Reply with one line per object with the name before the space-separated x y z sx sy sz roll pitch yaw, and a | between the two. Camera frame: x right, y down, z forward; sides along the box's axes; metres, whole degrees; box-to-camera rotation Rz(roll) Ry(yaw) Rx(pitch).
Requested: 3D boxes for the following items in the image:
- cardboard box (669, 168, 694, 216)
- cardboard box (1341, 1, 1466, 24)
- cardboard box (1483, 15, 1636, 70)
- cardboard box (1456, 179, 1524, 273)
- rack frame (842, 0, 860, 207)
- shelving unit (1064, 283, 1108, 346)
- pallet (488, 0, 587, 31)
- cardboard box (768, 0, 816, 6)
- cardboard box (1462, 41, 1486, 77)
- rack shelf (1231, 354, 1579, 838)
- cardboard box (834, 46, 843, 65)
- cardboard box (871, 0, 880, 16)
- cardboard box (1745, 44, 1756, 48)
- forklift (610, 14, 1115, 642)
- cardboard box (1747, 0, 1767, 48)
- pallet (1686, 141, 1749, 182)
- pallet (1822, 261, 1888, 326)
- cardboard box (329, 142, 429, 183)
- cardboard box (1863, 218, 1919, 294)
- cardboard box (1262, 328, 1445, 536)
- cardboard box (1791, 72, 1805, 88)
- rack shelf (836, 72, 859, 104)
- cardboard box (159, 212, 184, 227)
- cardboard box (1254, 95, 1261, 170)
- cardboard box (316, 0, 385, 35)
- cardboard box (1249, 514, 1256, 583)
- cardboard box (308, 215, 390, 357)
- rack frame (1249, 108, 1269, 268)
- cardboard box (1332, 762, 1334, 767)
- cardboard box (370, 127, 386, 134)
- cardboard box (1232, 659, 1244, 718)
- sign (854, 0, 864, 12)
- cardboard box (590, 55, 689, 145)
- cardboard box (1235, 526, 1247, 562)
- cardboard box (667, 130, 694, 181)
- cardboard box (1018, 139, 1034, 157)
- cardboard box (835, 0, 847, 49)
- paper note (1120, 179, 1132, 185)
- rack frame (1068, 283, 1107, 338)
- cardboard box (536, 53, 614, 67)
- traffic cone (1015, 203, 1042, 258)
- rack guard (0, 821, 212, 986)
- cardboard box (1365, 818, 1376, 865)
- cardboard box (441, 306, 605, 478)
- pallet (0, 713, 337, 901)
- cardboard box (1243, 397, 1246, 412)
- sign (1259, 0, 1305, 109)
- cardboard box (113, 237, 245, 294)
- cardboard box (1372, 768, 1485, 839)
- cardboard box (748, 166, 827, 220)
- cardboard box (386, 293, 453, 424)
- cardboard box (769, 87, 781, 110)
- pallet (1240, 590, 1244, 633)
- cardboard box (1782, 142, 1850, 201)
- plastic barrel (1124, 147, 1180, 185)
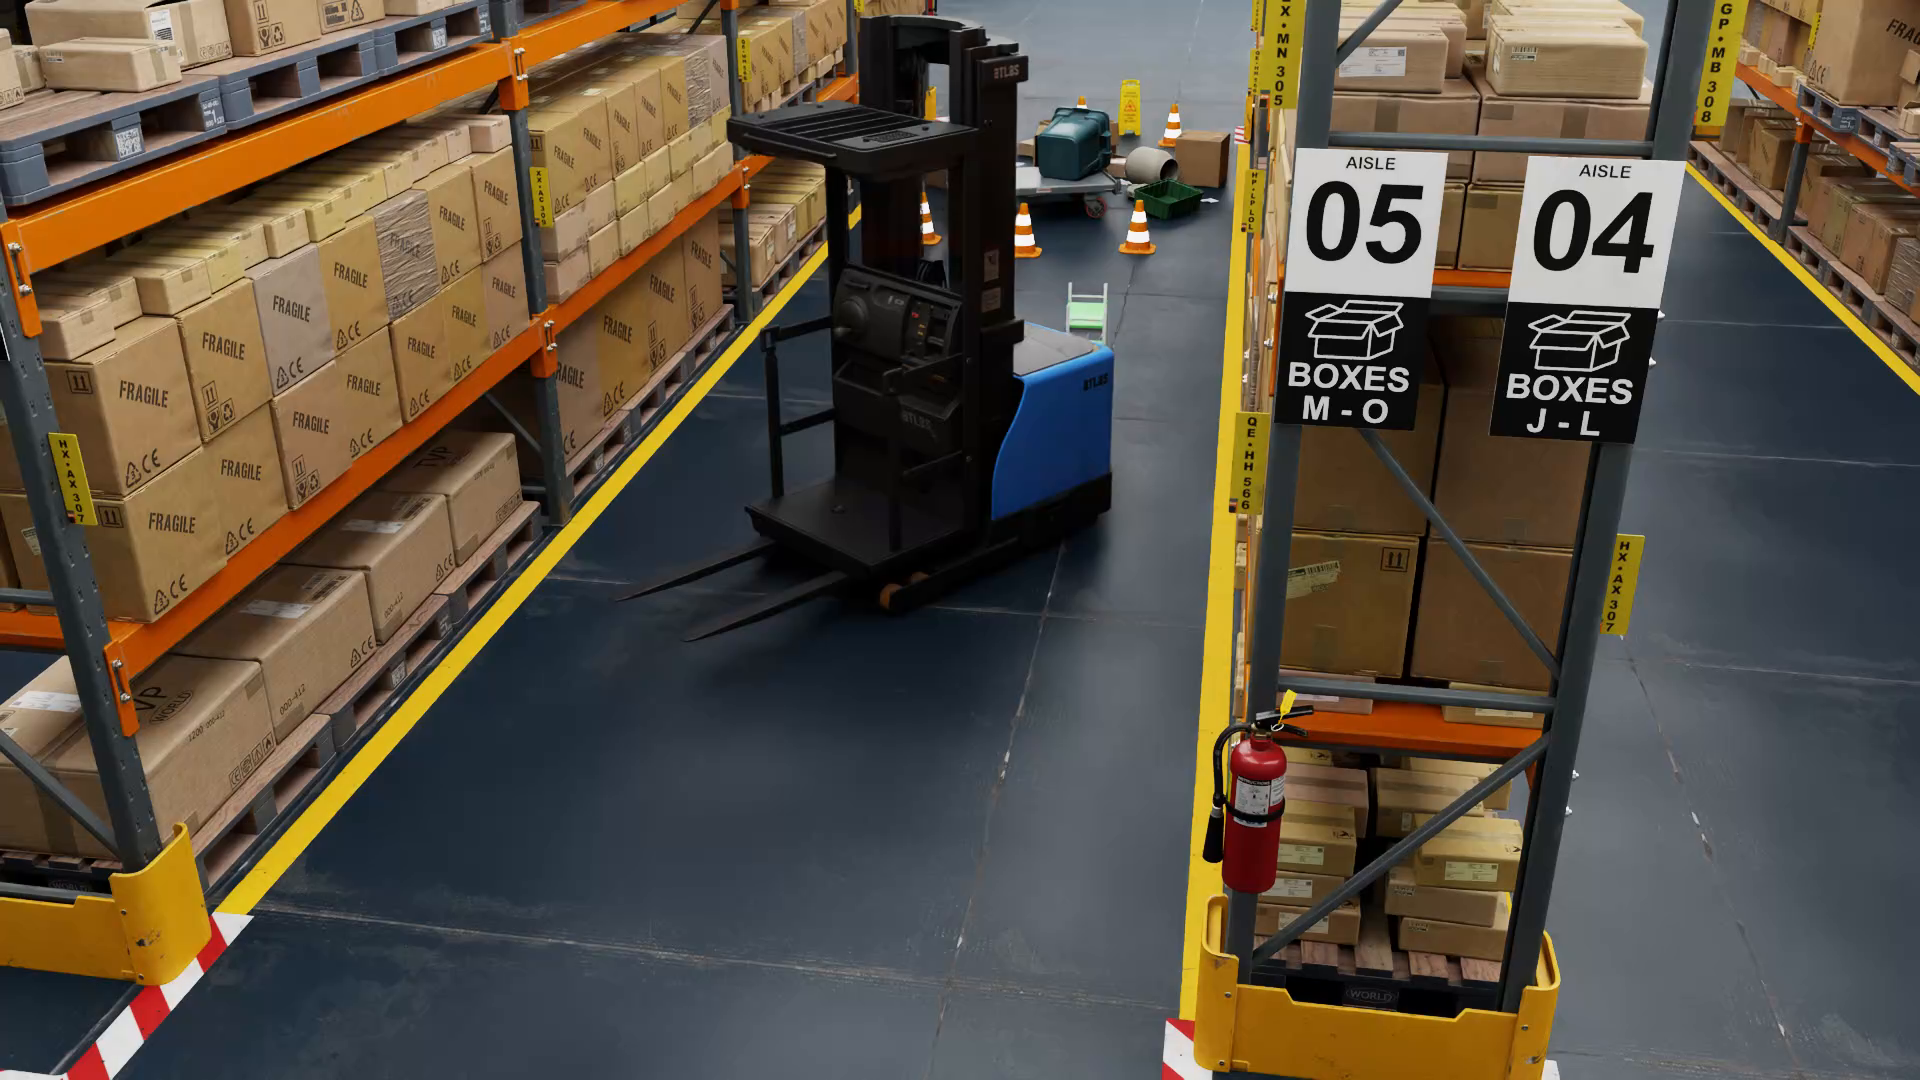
cardboard box | -2.179 -2.437 11.596 0.500 0.250 0.500 4 25 8
cardboard box | 1.349 -1.573 5.152 0.380 0.149 0.250 3 25 7
cardboard box | 1.743 -1.435 4.856 0.380 0.149 0.250 5 26 11
cardboard box | 1.732 -0.973 4.930 0.500 0.250 0.500 5 26 10
rack frame | -1.533 -4.832 16.535 1.000 3.000 0.127 4 25 9
shelving unit | 0.774 -0.947 10.359 0.258 1.200 0.503 2 25 4
pallet | -2.739 -3.145 9.618 0.805 0.209 1.217 3 25 6
cardboard box | -1.507 -4.882 14.912 0.380 0.149 0.250 3 25 6
cardboard box | 1.818 -1.414 5.281 0.500 0.250 0.500 4 25 8
rack shelf | 1.733 -0.023 7.110 1.077 0.370 4.000 4 25 9
cardboard box | -1.345 -4.674 15.999 0.380 0.149 0.250 4 25 9
cardboard box | -1.127 -5.388 17.255 0.500 0.500 0.500 4 25 8
cardboard box | 8.418 -5.079 17.358 0.380 0.149 0.250 4 25 9
forklift | -0.497 -1.176 8.805 3.031 2.935 1.130 -22 33 -39
cardboard box | 8.693 -5.347 17.166 0.875 0.500 0.500 4 25 9
pallet | 8.718 -4.186 18.445 1.003 0.211 1.213 4 25 9
pallet | 7.921 -2.045 13.870 1.003 0.211 1.213 4 25 9
cardboard box | -2.801 -1.814 8.024 0.380 0.149 0.250 4 25 8
cardboard box | 7.844 -2.292 13.537 0.700 0.500 0.500 6 26 13
cardboard box | 1.235 -0.354 5.320 0.500 0.500 0.500 4 25 7
cardboard box | 8.139 -4.346 15.793 0.380 0.149 0.250 4 25 9
rack shelf | -1.206 -5.343 18.474 1.077 0.370 4.000 4 25 9
cardboard box | -3.478 -1.307 6.941 0.380 0.149 0.250 5 25 10
cardboard box | 2.522 -3.111 12.739 0.500 0.500 0.500 4 25 9
cardboard box | -3.029 -2.561 7.409 0.797 0.503 0.637 6 26 13
cardboard box | 1.315 -0.113 5.985 0.500 0.500 0.500 4 25 8
cardboard box | -2.900 -1.134 7.336 0.500 0.500 0.500 4 25 9
rack frame | 2.713 -2.858 12.318 1.000 3.000 0.127 4 25 9
cardboard box | 1.294 0.996 6.601 0.380 0.149 0.250 3 25 6
cardboard box | -3.174 -2.056 8.541 0.380 0.149 0.250 4 25 9
cardboard box | 1.351 0.642 7.007 0.380 0.149 0.250 5 26 10
sign | -0.985 -5.320 16.211 0.100 0.325 0.005 4 25 9
cardboard box | -2.176 -3.000 11.325 0.500 0.500 0.500 4 25 9
cardboard box | 1.683 0.046 8.982 0.380 0.149 0.250 3 25 6
cardboard box | -2.159 -2.667 11.497 0.500 0.250 0.500 3 25 7
cardboard box | 0.900 -4.526 19.244 0.380 0.149 0.250 19 31 35
cardboard box | -1.382 -4.993 15.915 0.500 0.500 0.500 4 25 8
paper note | 1.784 -3.878 18.008 0.172 0.023 0.155 13 28 26
rack frame | 0.795 -1.050 10.579 0.240 1.200 0.015 2 25 4
cardboard box | -2.680 -3.044 11.419 0.500 0.500 0.500 5 25 10
traffic cone | 0.585 -2.877 15.350 0.336 0.463 0.334 4 25 9
rack guard | -3.498 1.329 6.321 1.175 0.500 0.348 4 25 9
cardboard box | 1.803 1.172 6.575 0.380 0.149 0.250 4 25 9
cardboard box | -2.818 -0.979 10.314 0.875 0.875 0.875 5 26 10
pallet | -3.441 1.110 7.130 1.003 0.211 1.213 4 25 9
cardboard box | 1.932 -0.571 9.884 0.500 0.500 0.500 4 25 8
sign | 0.862 -1.319 4.447 0.100 0.325 0.005 4 25 9
cardboard box | -3.009 -1.061 6.416 0.380 0.149 0.250 3 25 7
cardboard box | 1.753 1.000 6.242 0.380 0.149 0.250 4 25 9
cardboard box | -1.730 -3.312 15.891 0.950 0.372 0.625 6 26 12
cardboard box | -2.810 -0.893 8.001 0.500 0.500 0.500 4 25 8
cardboard box | -1.715 -3.699 13.916 0.380 0.149 0.250 4 25 9
pallet | 1.985 0.361 8.730 1.003 0.211 1.213 4 25 9
cardboard box | 8.435 -3.608 16.373 0.500 0.500 0.500 13 28 25
plastic barrel | 2.039 -3.945 17.679 0.421 0.421 0.512 -20 32 -36
